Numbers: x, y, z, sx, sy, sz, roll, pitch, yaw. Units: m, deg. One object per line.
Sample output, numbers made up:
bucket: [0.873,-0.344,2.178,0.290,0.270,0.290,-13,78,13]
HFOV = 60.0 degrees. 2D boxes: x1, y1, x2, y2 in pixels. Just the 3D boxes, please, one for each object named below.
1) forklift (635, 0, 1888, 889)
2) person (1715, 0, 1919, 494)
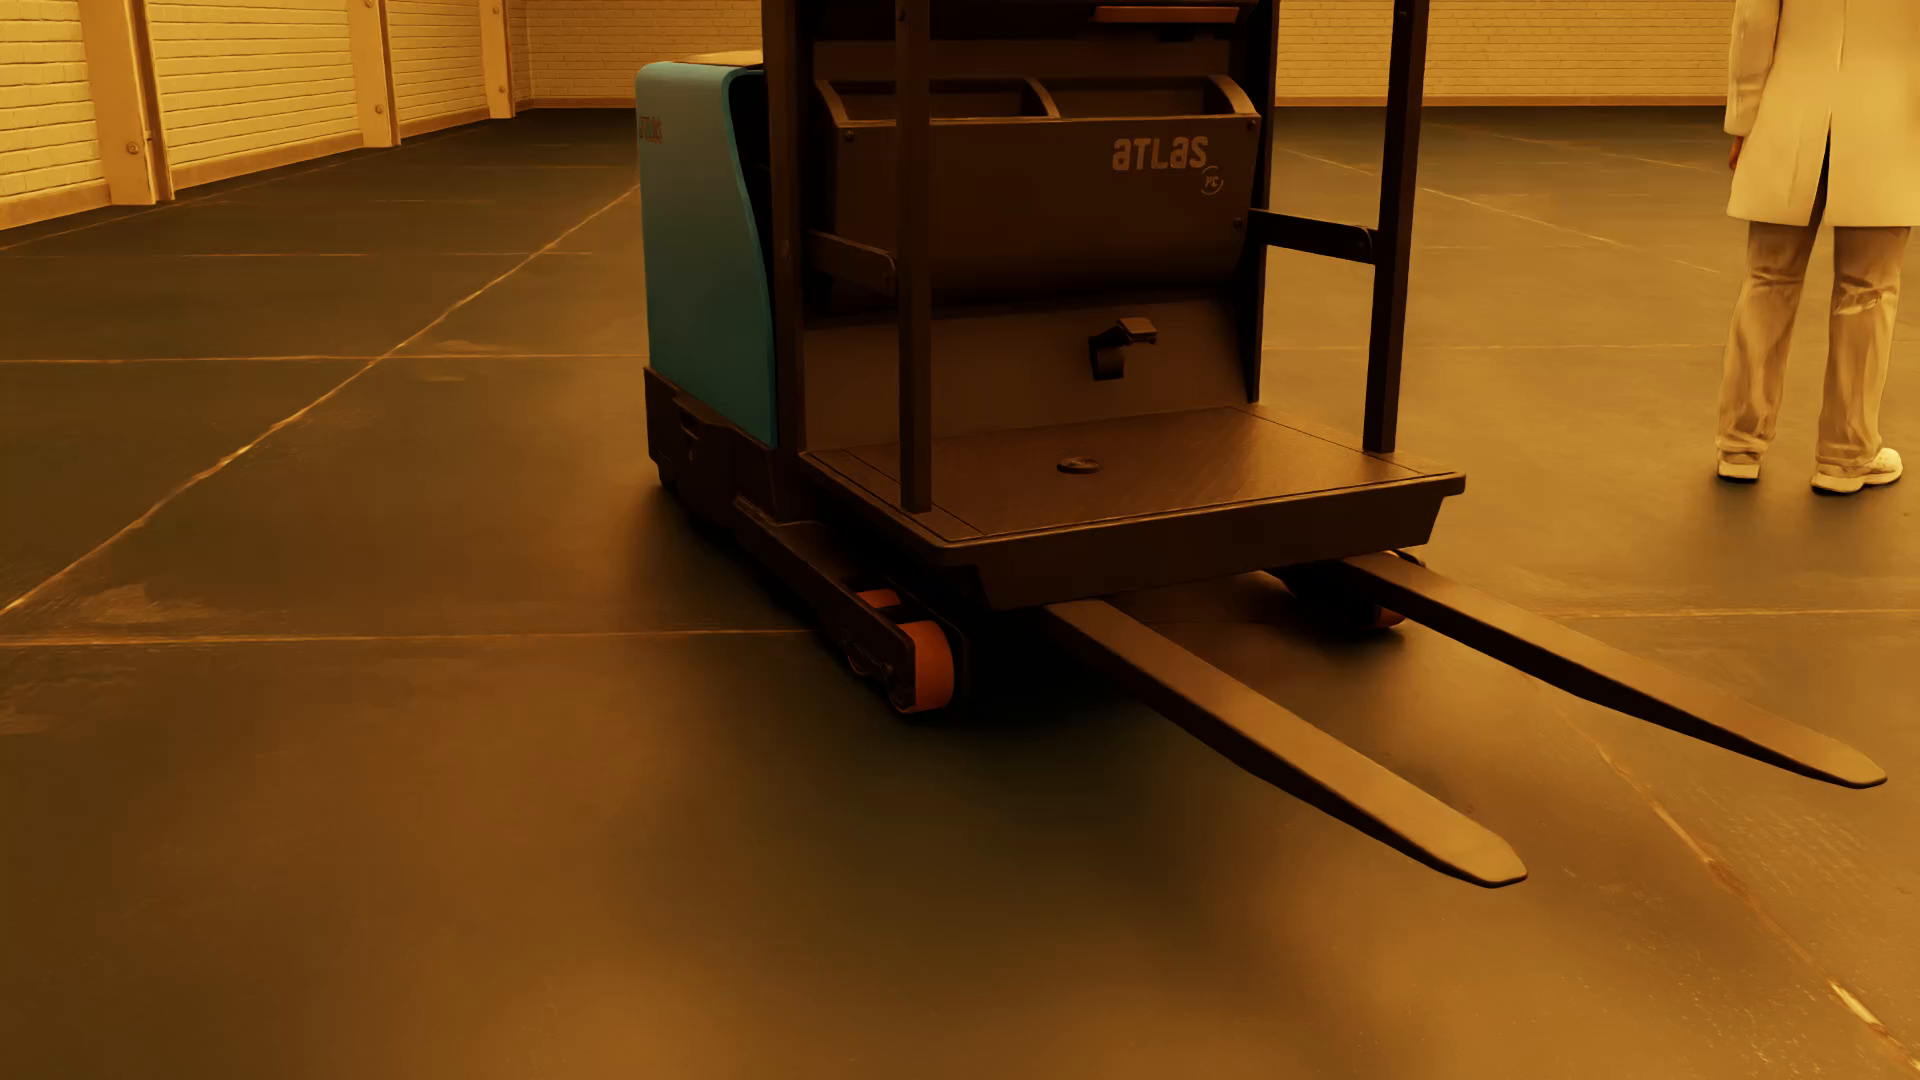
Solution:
forklift: [0.258,-1.240,2.962,1.130,2.935,3.031,-8,19,-24]
person: [2.243,-1.026,4.232,0.548,1.781,0.399,12,21,35]
